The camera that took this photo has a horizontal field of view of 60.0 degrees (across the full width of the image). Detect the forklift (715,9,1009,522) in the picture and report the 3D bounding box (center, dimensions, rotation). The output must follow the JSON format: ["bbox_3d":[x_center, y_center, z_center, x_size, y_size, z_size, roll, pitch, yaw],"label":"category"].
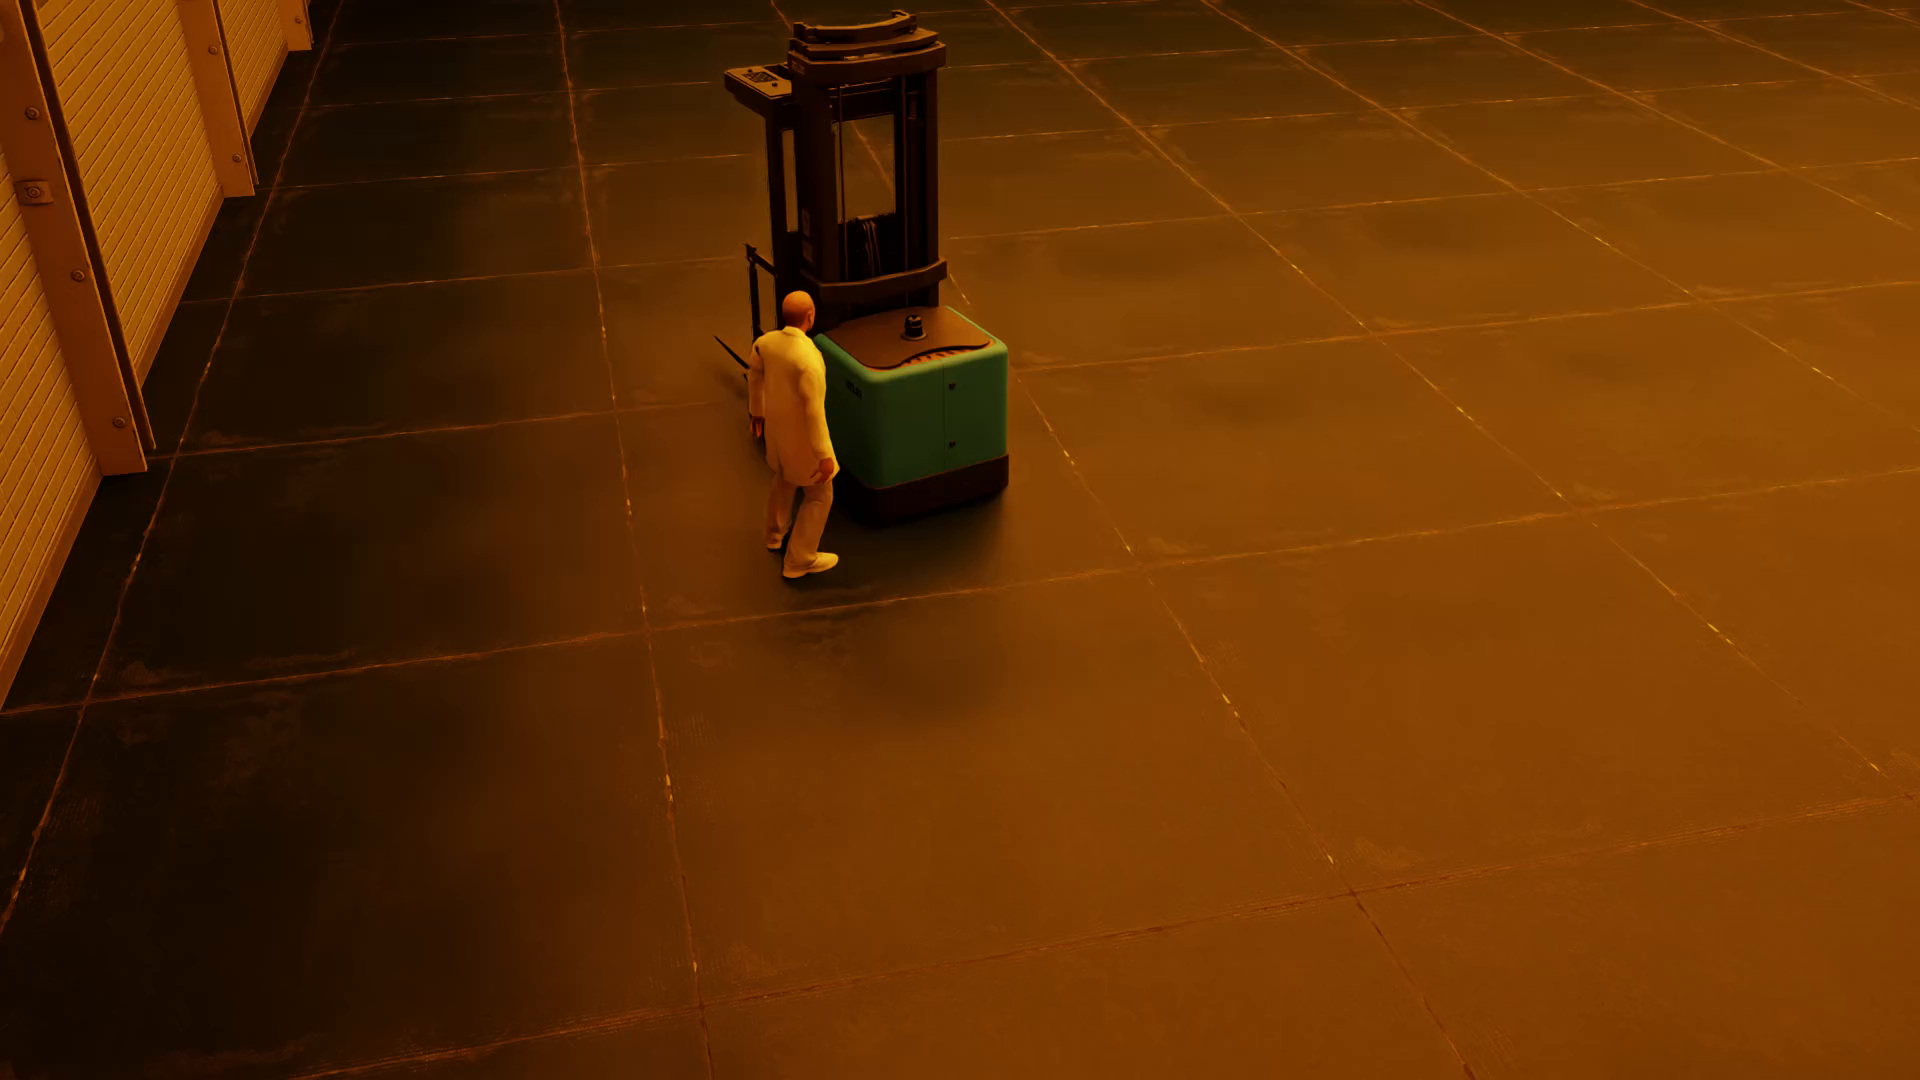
[{"bbox_3d":[-0.847,-2.089,11.184,1.130,2.935,3.031,-16,34,-25],"label":"forklift"}]

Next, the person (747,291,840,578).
[{"bbox_3d":[-0.985,-0.632,9.857,0.427,1.750,0.899,-24,38,-35],"label":"person"}]
